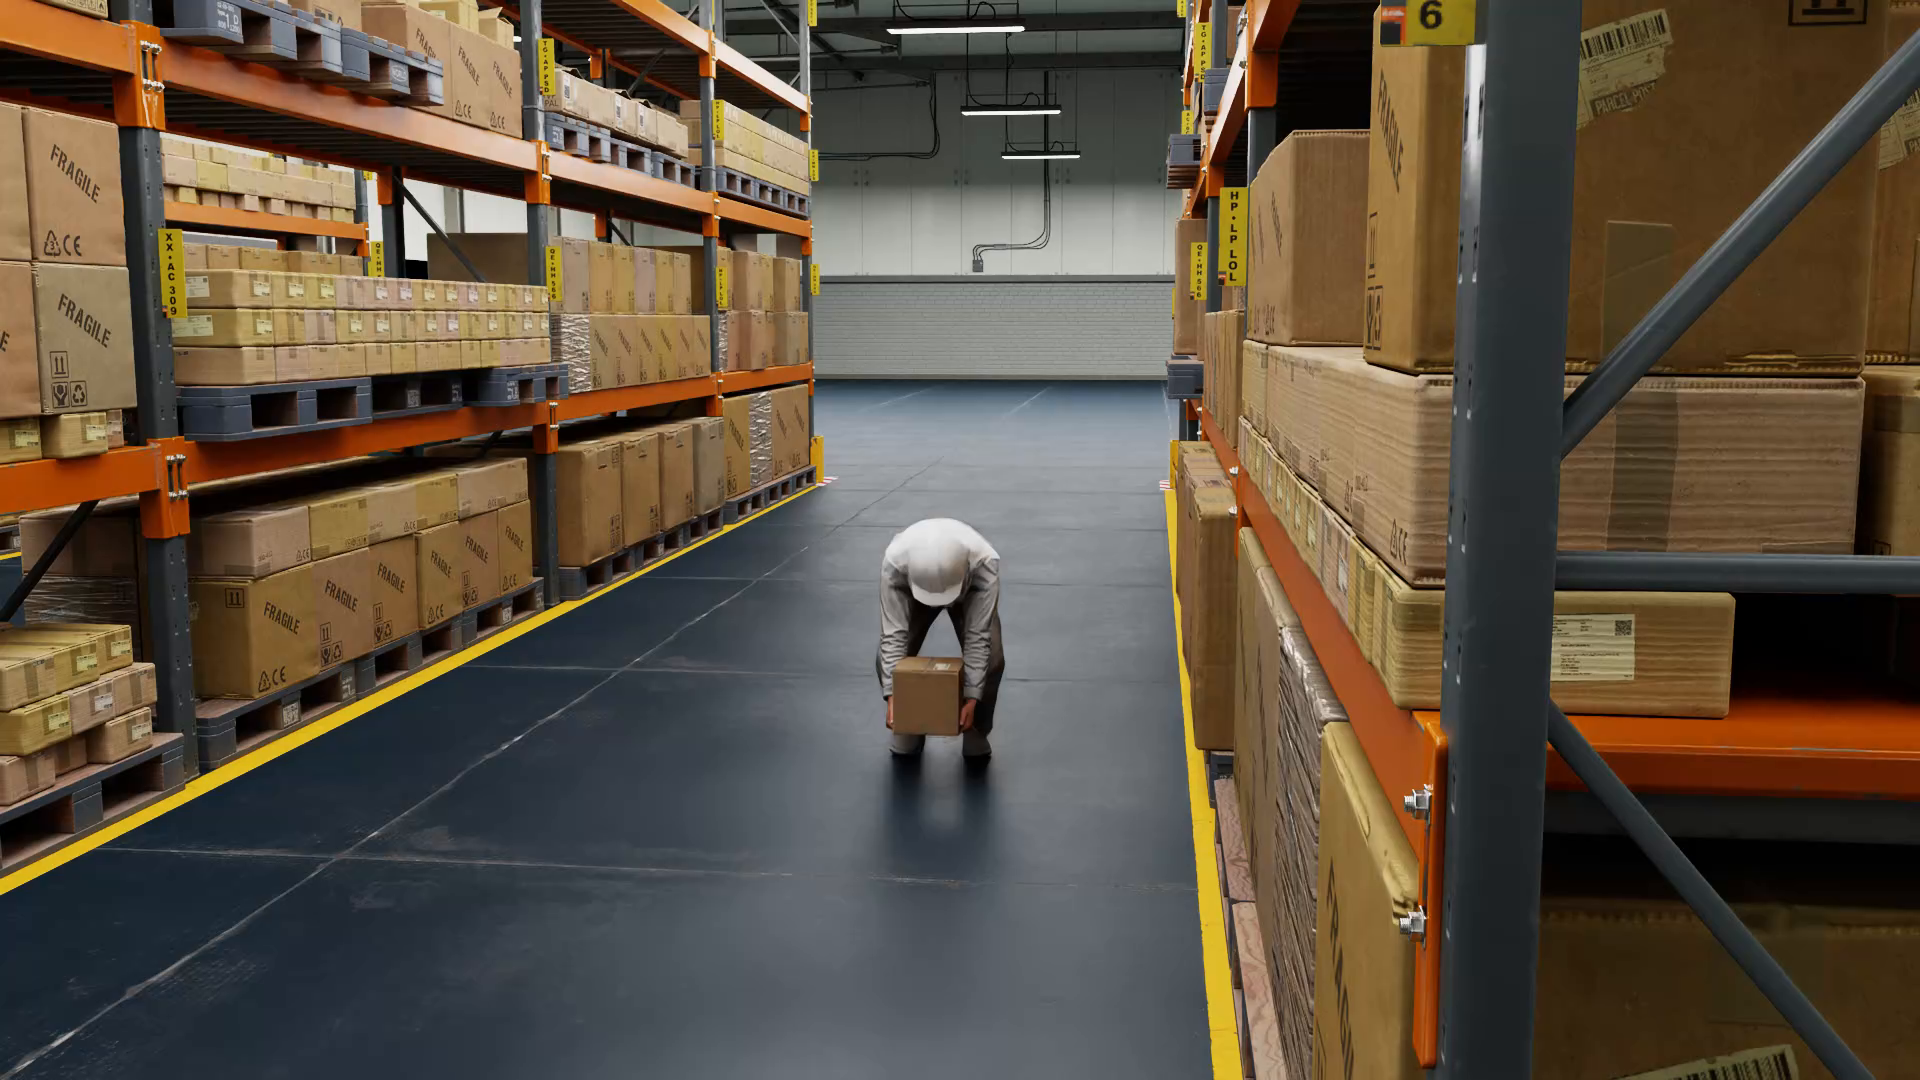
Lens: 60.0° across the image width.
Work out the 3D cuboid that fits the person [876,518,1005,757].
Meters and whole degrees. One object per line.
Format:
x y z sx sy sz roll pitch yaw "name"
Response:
-0.081 0.403 6.617 0.519 0.994 0.993 0 8 4 "person"
